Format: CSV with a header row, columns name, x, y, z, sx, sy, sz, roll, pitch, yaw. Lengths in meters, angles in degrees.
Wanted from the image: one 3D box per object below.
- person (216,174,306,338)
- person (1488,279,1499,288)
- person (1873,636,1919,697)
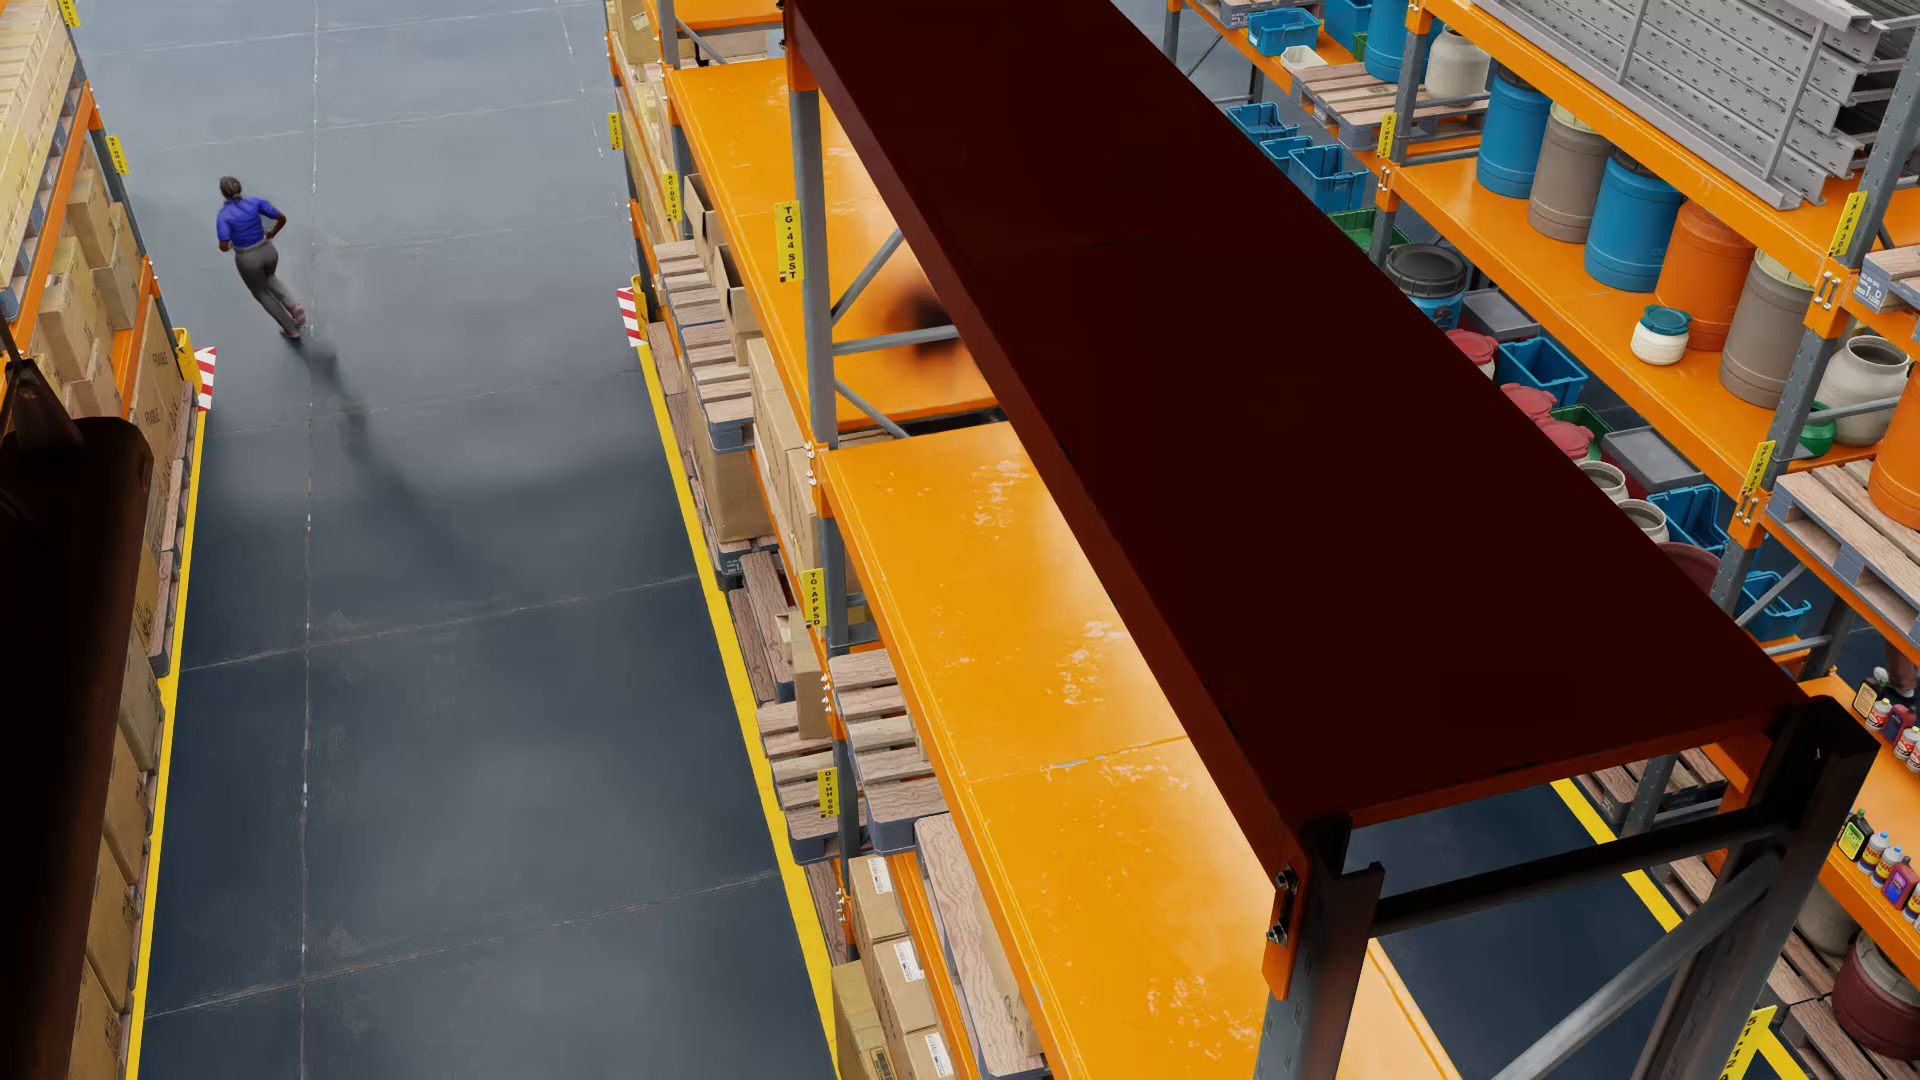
name,x,y,z,sx,sy,sz,roll,pitch,yaw
person,-6.236,-2.498,14.693,0.494,1.617,0.613,27,46,30
person,4.800,-2.451,14.653,0.525,1.556,0.532,-22,44,-26
person,6.449,0.331,11.098,0.581,1.630,0.529,-16,41,-19
